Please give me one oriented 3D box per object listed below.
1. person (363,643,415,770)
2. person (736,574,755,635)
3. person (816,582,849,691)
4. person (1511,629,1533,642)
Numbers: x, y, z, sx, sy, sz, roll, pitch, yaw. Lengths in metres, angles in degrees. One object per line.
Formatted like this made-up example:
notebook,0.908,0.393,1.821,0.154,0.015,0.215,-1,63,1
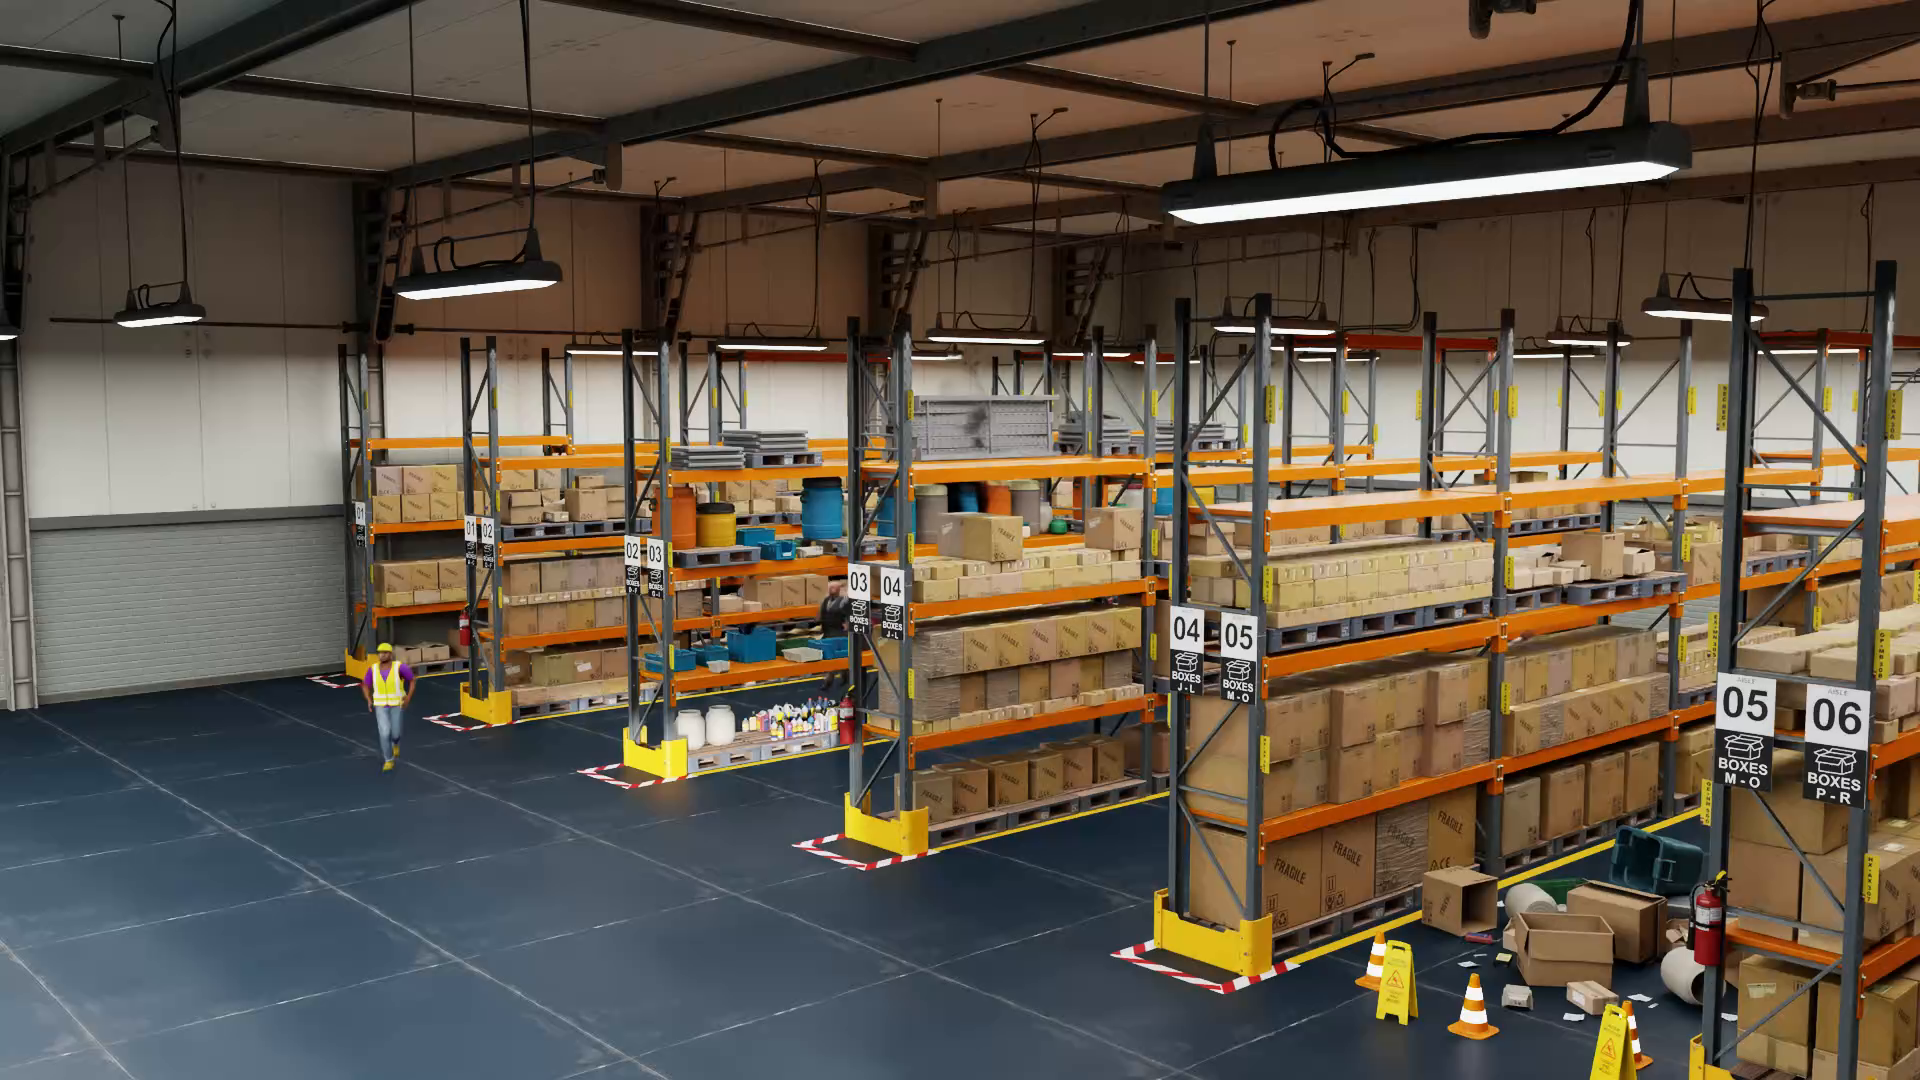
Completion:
person,-7.841,2.267,22.838,0.693,1.731,0.561,-1,5,-12
person,-4.111,1.442,32.280,0.606,1.646,0.925,4,6,37
person,-2.070,1.563,27.239,0.657,1.765,0.882,4,6,35
person,8.353,2.068,24.581,0.664,1.773,0.964,4,7,40
